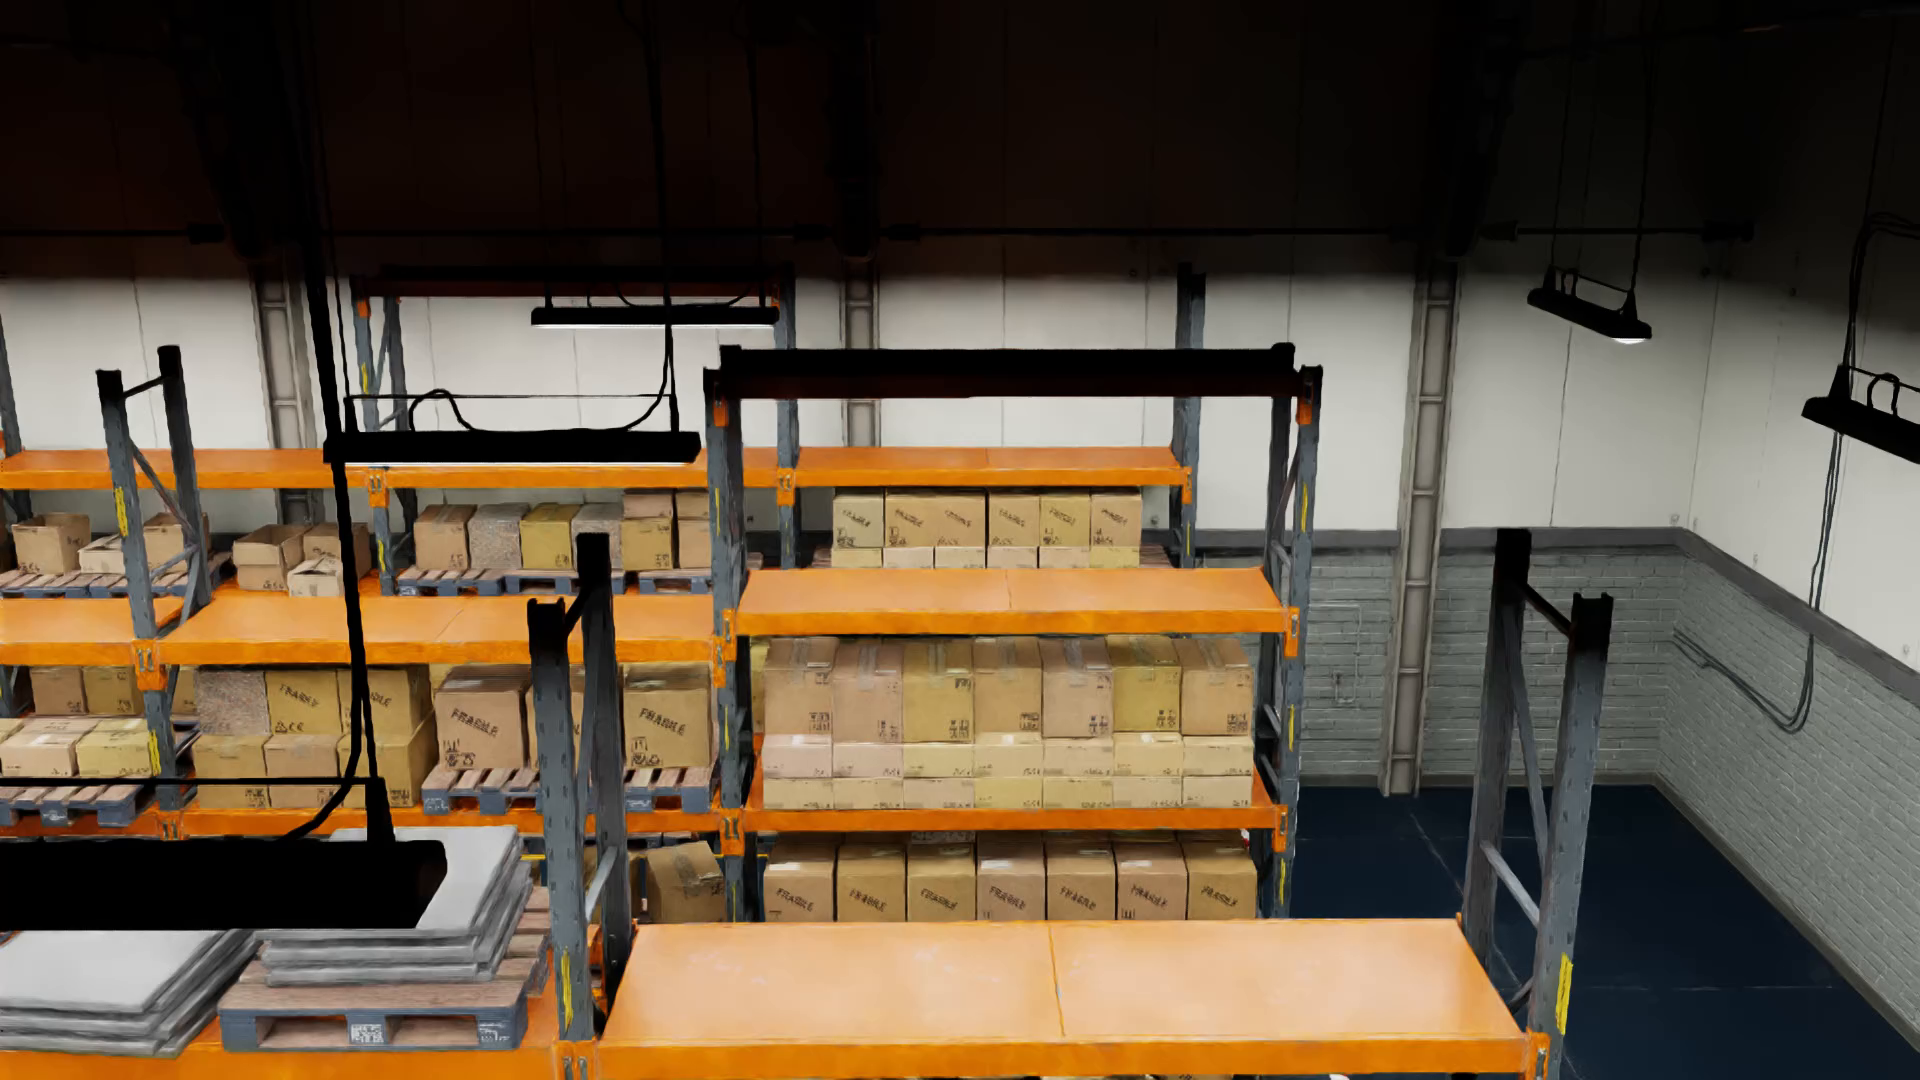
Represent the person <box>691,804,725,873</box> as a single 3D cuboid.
[{"bbox_3d":[-2.355,2.759,16.074,0.577,1.659,0.373,-5,17,-17],"label":"person"}]
